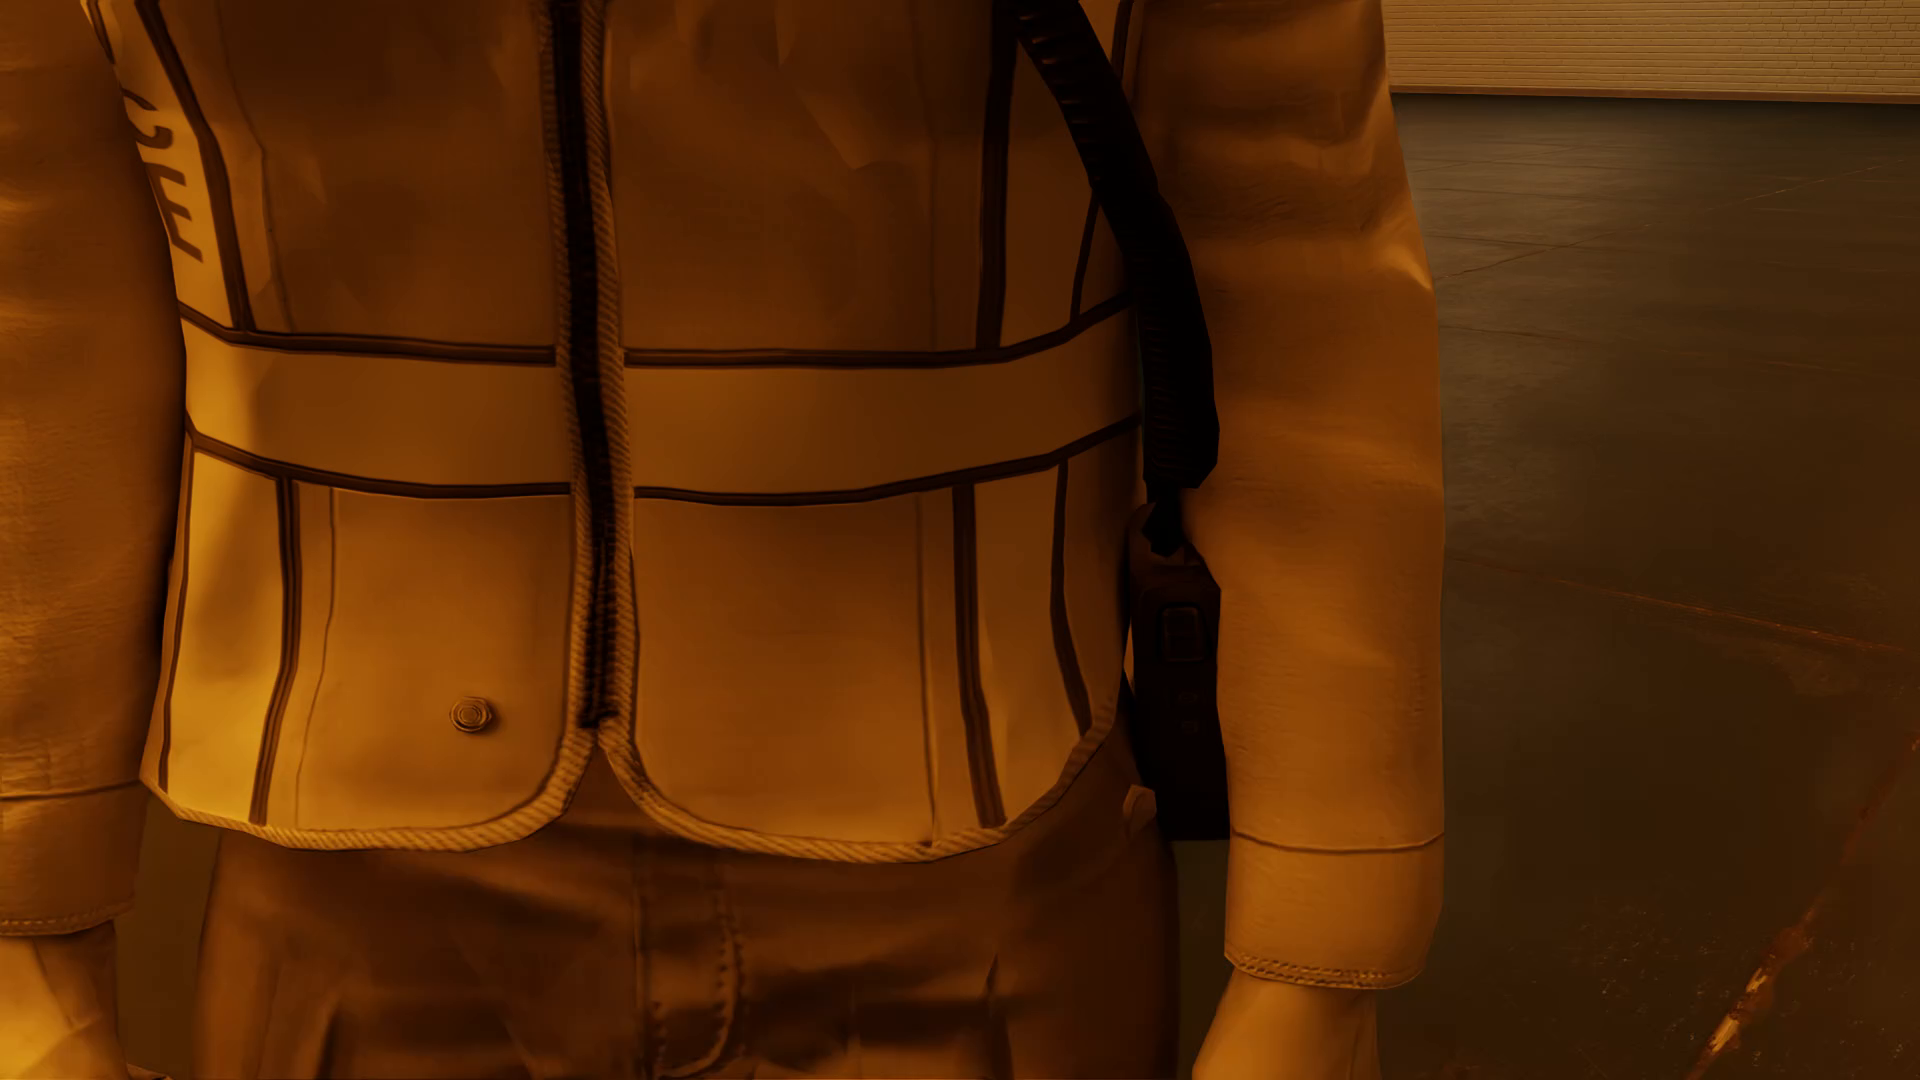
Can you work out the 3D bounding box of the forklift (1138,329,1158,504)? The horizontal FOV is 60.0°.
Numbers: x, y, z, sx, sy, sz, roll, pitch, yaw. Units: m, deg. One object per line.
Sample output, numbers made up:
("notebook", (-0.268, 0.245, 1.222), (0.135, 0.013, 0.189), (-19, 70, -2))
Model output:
("forklift", (0.182, -1.571, 4.072), (1.130, 2.935, 3.031), (5, 18, 17))
